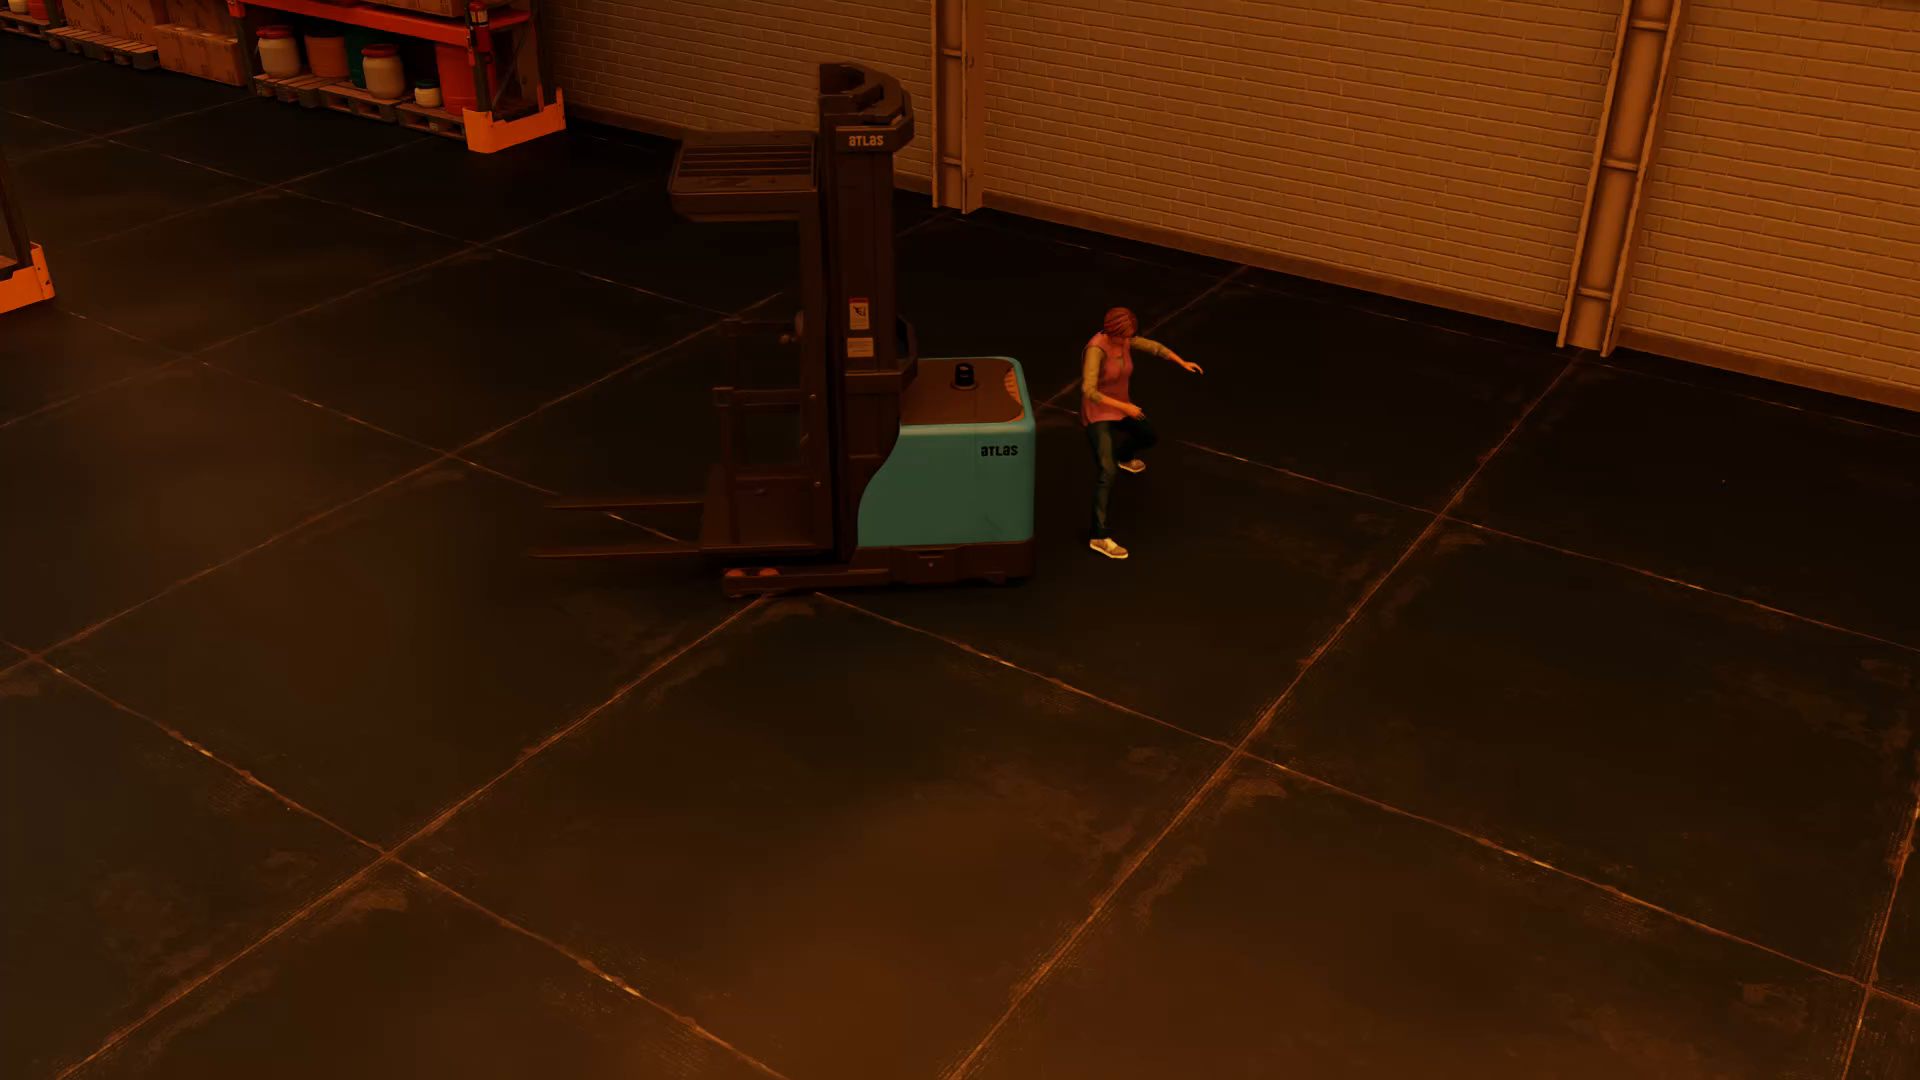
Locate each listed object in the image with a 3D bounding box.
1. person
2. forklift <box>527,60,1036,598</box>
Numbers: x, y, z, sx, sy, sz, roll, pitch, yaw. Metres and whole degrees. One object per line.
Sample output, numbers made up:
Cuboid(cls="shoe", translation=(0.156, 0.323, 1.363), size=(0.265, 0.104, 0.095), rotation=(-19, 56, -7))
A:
Cuboid(cls="person", translation=(1.064, -0.791, 10.490), size=(0.761, 1.392, 1.122), rotation=(23, 37, 34))
Cuboid(cls="forklift", translation=(-1.088, -1.198, 9.644), size=(3.031, 2.935, 1.130), rotation=(-2, 30, -3))
